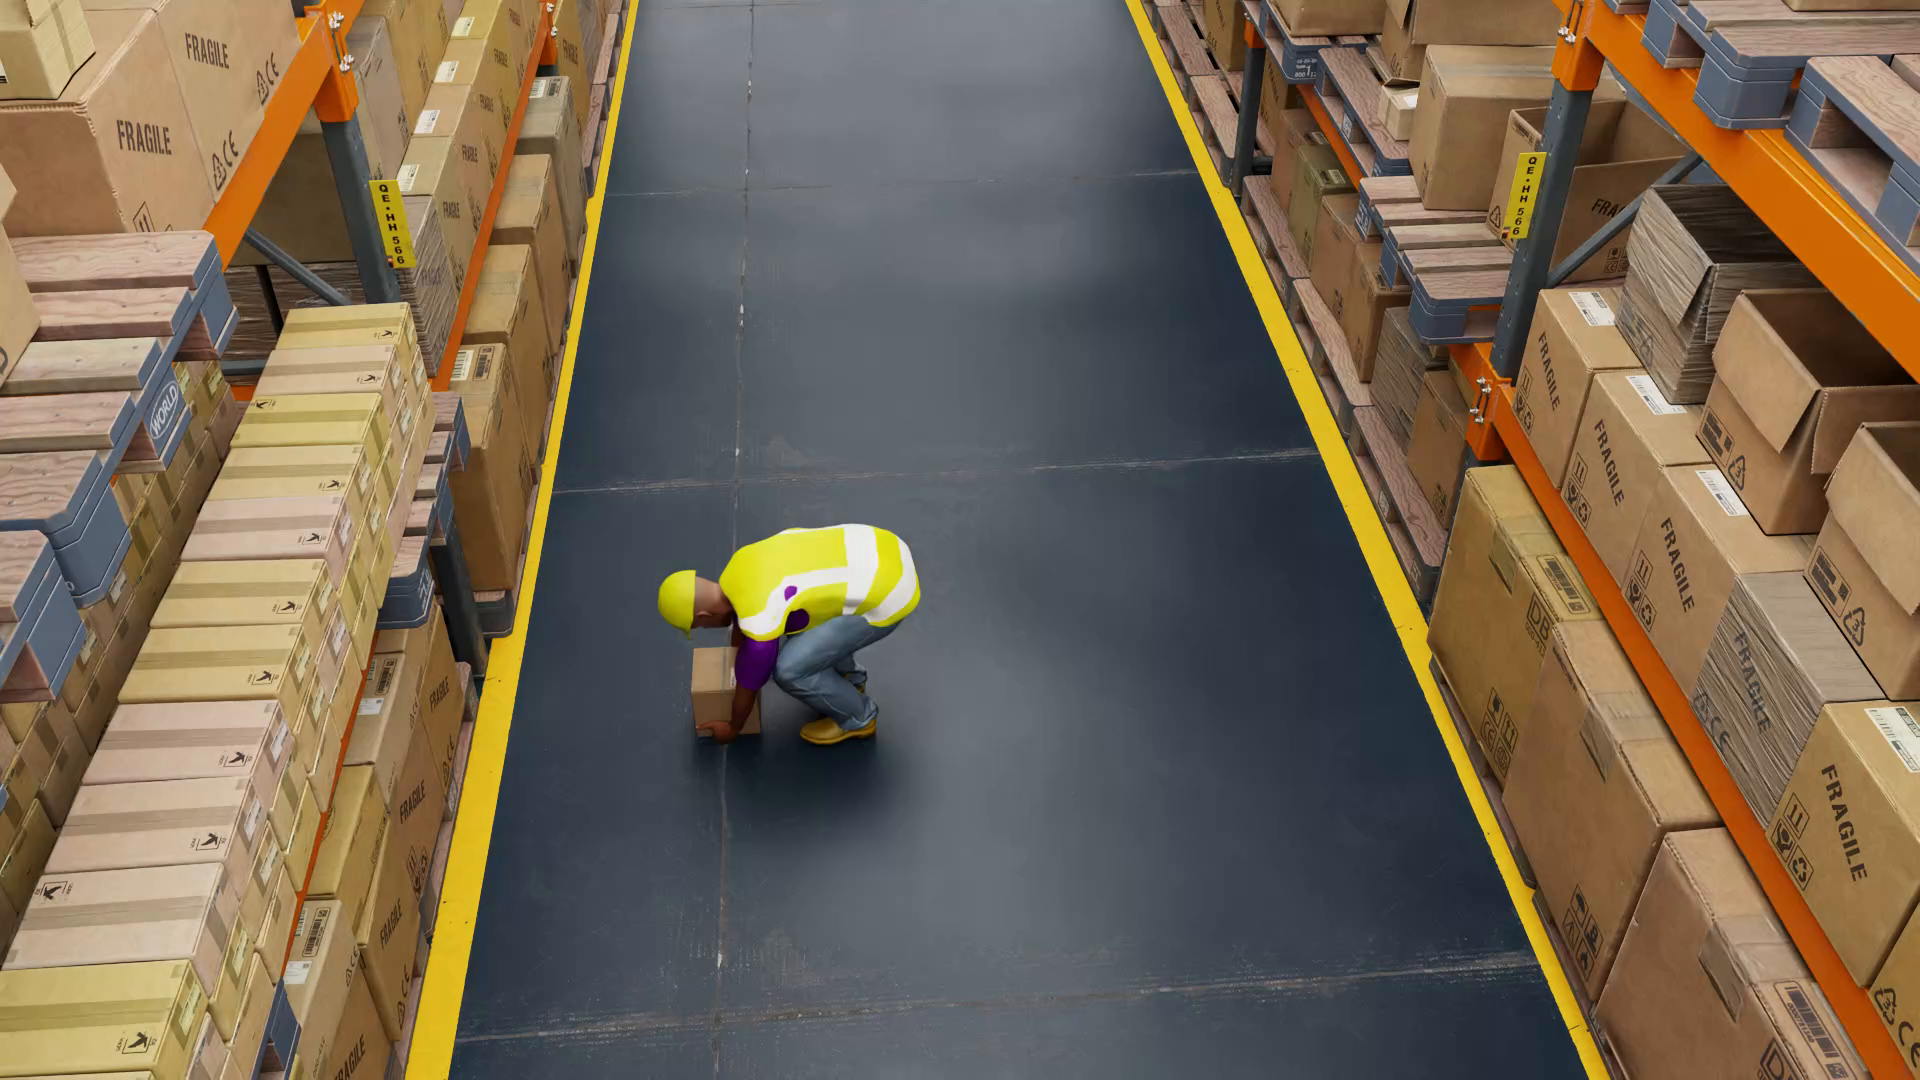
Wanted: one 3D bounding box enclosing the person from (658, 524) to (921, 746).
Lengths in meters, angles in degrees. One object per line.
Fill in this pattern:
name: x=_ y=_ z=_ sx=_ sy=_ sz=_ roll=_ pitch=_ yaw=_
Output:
person: x=-0.643 y=0.372 z=6.411 sx=0.980 sy=0.876 sz=0.508 roll=-4 pitch=39 yaw=-6
